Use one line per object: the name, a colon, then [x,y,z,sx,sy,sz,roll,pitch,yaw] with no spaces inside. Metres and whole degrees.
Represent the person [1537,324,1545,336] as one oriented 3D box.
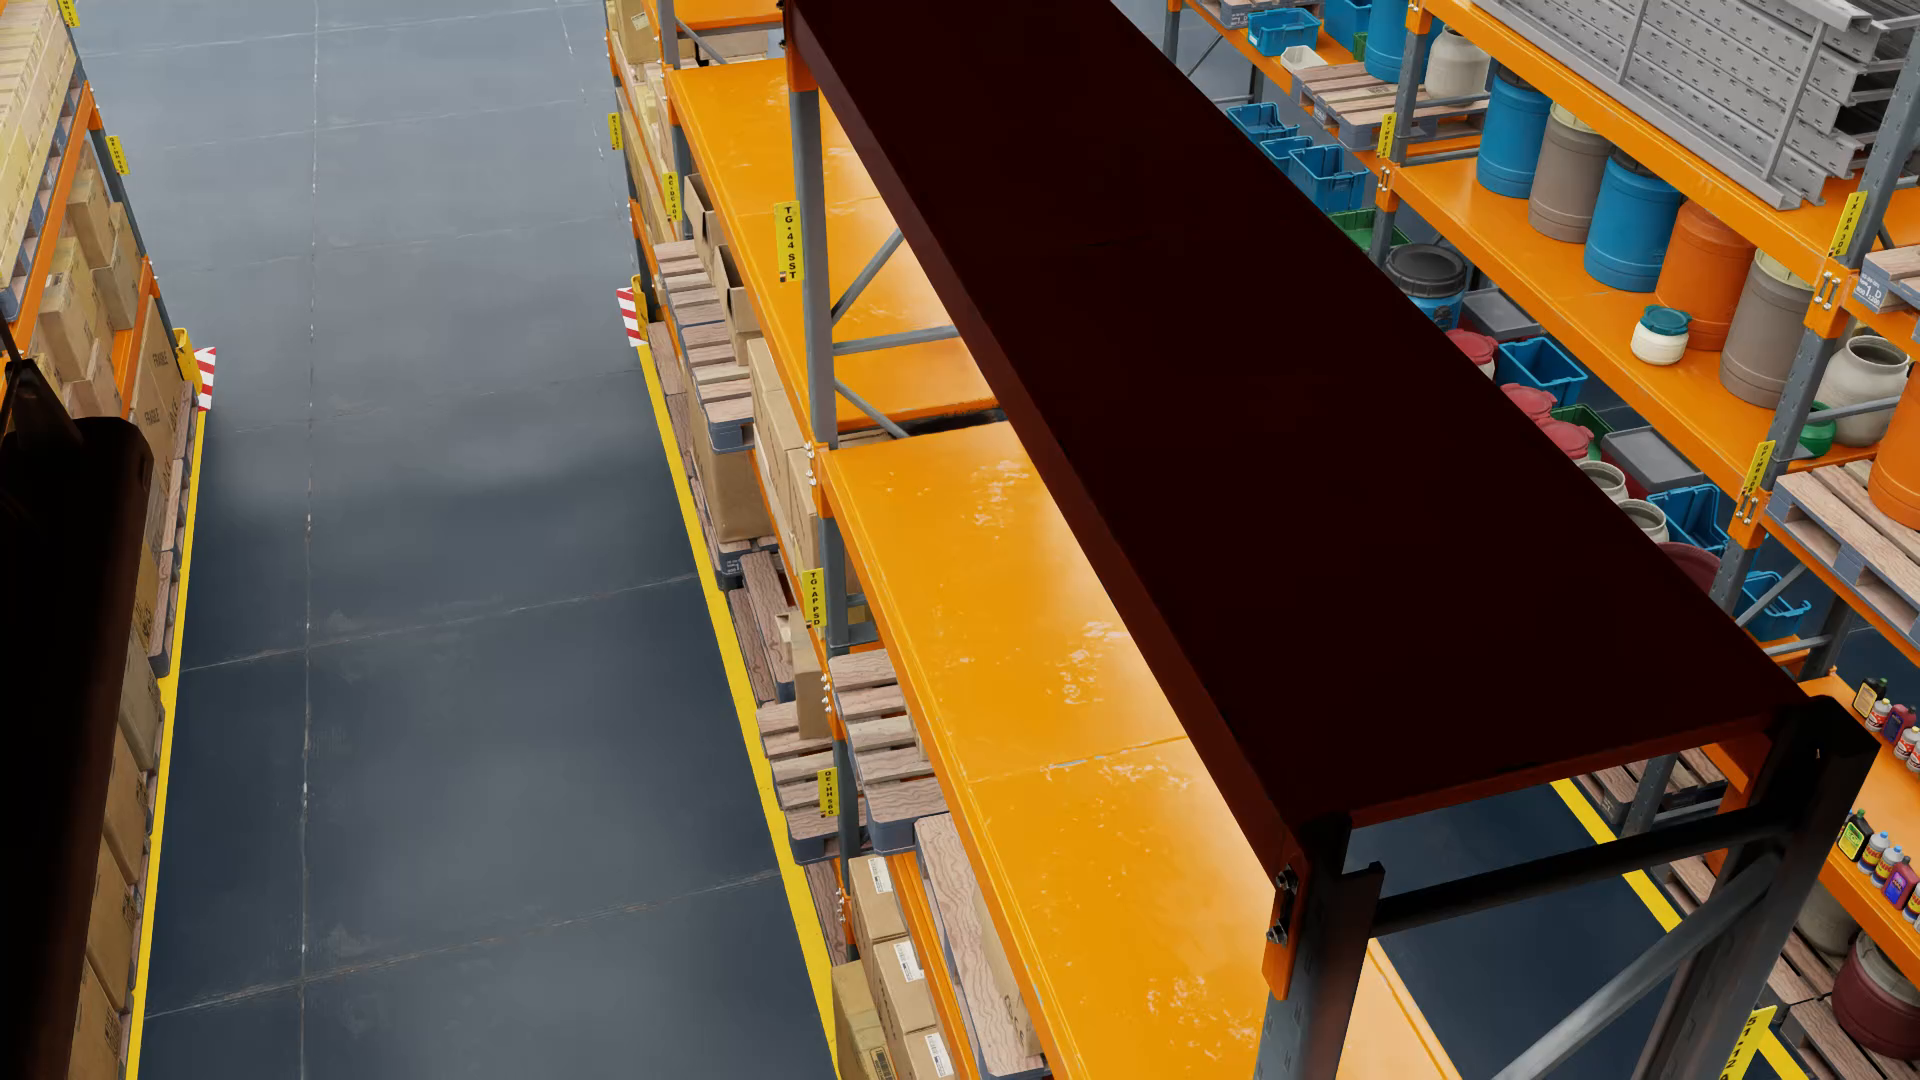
person: [5.303,-2.773,14.919,0.449,1.834,0.662,-9,39,-11]
